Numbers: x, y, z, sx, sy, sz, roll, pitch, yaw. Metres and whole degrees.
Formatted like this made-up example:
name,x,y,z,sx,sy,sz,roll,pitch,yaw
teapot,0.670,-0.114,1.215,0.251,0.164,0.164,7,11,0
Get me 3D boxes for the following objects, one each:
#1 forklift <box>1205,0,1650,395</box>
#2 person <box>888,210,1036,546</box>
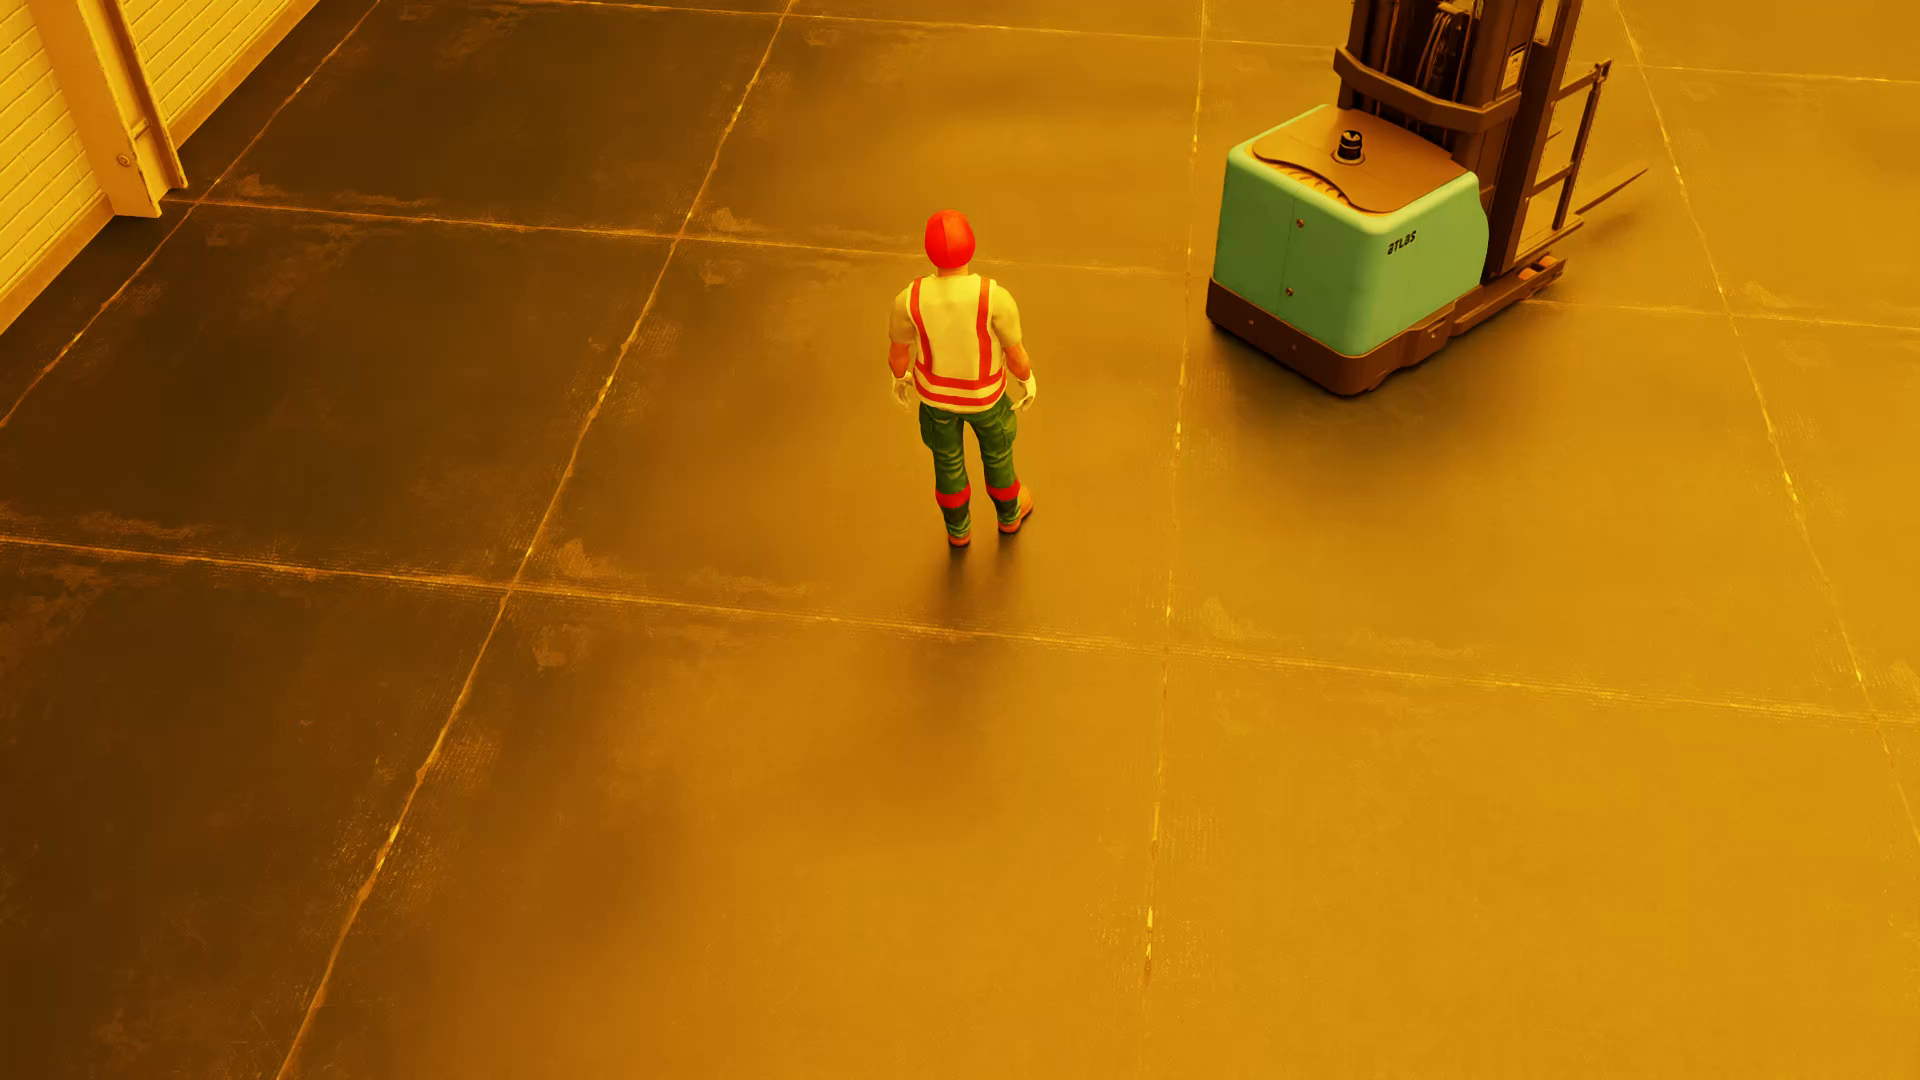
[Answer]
name,x,y,z,sx,sy,sz,roll,pitch,yaw
forklift,2.796,-2.683,8.645,3.031,2.935,1.130,-30,50,-29
person,0.022,-0.717,7.338,0.638,1.787,0.564,5,43,6
